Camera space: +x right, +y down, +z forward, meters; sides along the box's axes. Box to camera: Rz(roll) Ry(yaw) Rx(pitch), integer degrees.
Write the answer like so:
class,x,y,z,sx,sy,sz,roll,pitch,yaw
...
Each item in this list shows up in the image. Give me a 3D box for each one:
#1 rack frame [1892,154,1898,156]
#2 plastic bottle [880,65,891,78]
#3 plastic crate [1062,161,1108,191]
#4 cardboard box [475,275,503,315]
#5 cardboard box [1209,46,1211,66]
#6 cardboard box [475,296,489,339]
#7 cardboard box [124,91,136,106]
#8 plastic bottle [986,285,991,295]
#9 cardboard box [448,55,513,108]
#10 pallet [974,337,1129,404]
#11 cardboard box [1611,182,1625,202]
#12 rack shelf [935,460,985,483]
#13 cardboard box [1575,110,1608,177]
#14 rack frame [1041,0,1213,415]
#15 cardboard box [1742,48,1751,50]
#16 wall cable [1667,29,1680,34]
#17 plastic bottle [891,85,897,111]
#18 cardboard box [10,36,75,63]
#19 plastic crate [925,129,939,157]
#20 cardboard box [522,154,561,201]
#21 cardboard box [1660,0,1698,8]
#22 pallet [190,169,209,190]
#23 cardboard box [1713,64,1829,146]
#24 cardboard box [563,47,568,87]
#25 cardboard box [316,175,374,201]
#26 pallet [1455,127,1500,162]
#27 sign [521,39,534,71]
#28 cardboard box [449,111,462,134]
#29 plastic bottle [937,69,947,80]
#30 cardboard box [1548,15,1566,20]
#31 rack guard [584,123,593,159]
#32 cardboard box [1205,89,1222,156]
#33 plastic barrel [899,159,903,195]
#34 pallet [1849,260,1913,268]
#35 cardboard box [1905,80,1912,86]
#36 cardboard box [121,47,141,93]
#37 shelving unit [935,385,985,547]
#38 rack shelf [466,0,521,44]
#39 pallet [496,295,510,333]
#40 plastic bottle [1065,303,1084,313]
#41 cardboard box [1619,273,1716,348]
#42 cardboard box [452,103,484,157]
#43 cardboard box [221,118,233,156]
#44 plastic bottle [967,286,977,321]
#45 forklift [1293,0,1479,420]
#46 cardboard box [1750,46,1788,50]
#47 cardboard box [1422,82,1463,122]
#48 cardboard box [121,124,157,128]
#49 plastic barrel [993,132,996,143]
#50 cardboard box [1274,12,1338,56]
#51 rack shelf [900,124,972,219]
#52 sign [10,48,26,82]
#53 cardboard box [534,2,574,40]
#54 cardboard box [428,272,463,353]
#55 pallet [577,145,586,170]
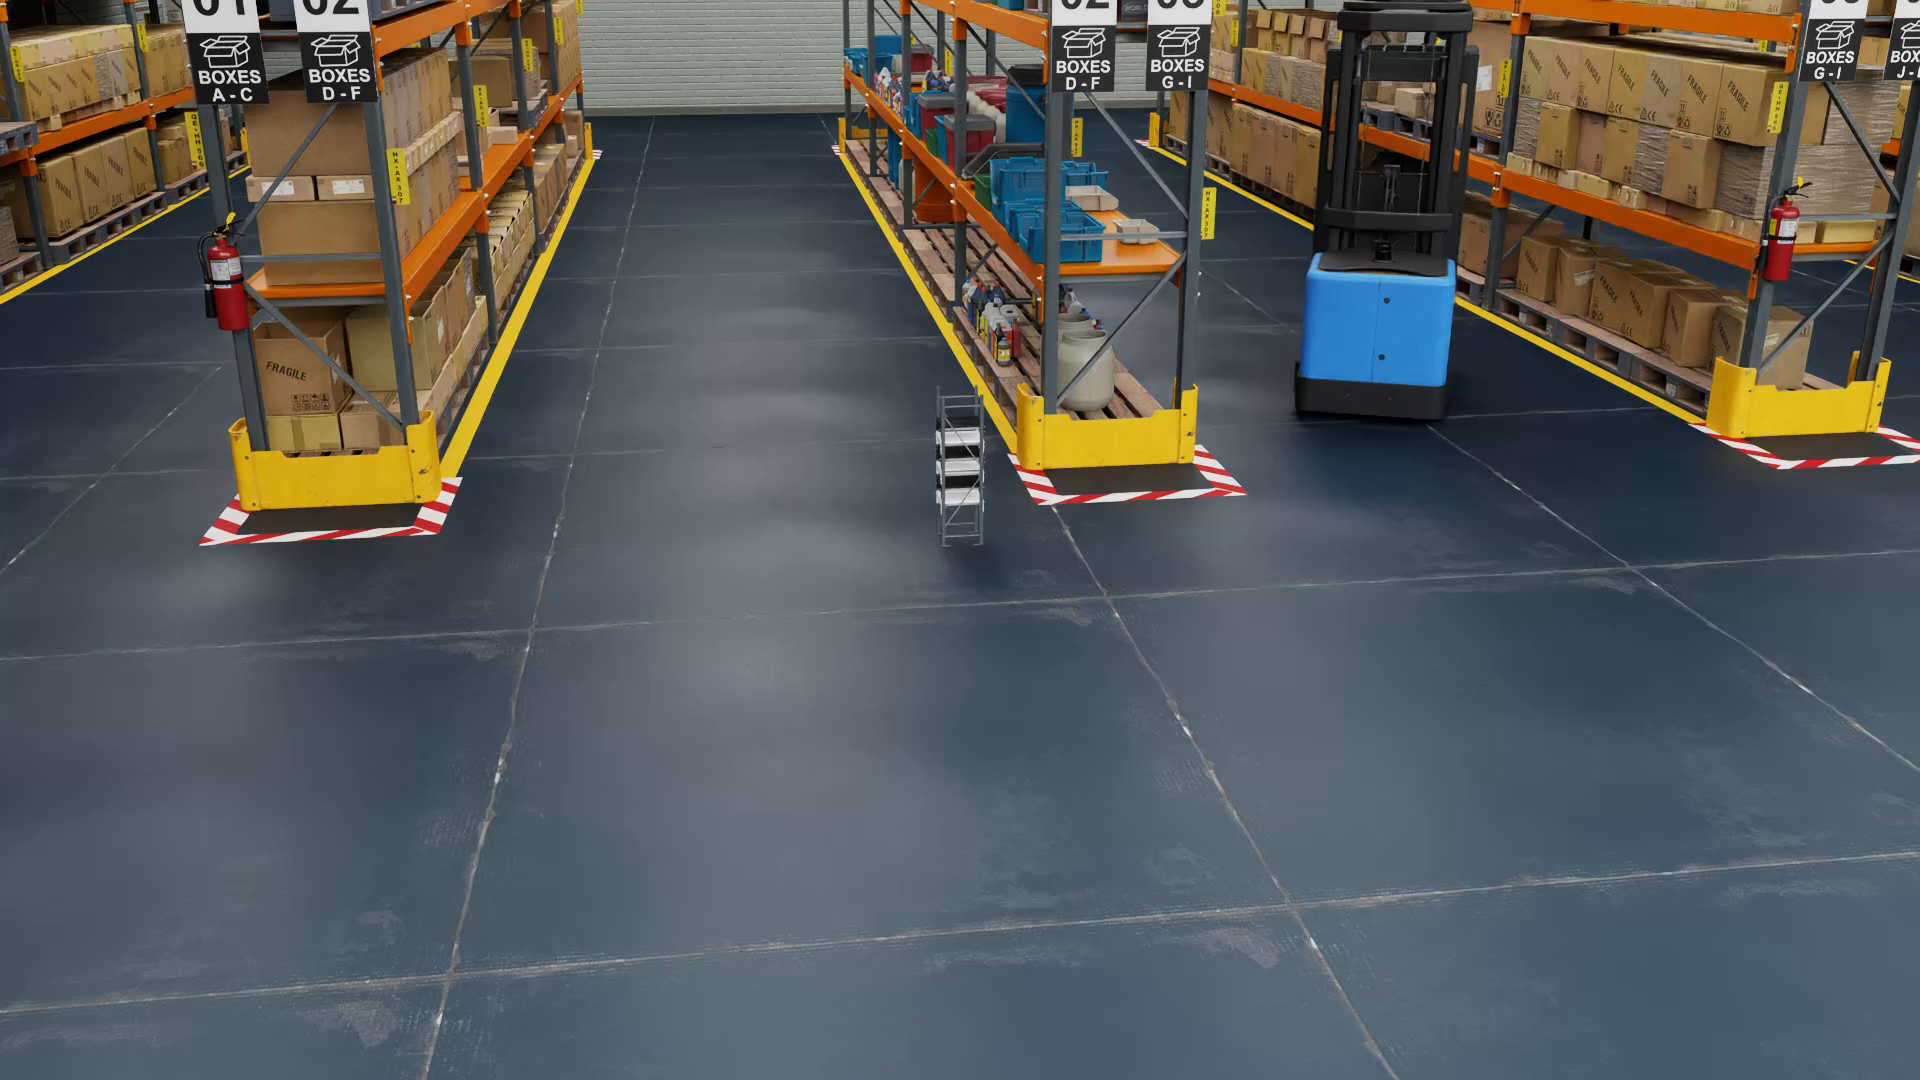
class,x,y,z,sx,sy,sz,roll,pitch,yaw
rack frame,14.010,-6.832,23.720,1.000,3.000,0.127,-3,21,-8
plastic bottle,-0.961,-5.907,21.314,0.144,0.351,0.185,-3,21,-8
plastic crate,0.884,-2.873,13.334,0.499,0.251,0.616,-3,21,-8
cardboard box,-4.259,-2.124,14.446,0.500,0.250,0.500,-3,21,-9
cardboard box,3.730,-6.896,23.682,0.500,0.250,0.500,-2,21,-7
cardboard box,-4.163,-1.823,13.639,0.500,0.250,0.500,-3,21,-8
cardboard box,-10.112,-5.285,19.910,0.380,0.149,0.250,-3,21,-7
plastic bottle,0.247,-2.008,14.059,0.061,0.283,0.133,-3,21,-8
cardboard box,-5.225,-4.904,17.817,0.700,0.500,0.500,-10,23,-26
pallet,0.691,-1.348,13.023,1.003,0.211,1.213,-3,21,-8
cardboard box,5.401,-2.752,13.155,0.380,0.149,0.250,-3,21,-8
rack shelf,-0.001,-0.393,9.578,0.258,0.077,0.200,-3,21,-8
cardboard box,5.570,-3.246,13.552,0.875,0.500,0.500,-3,21,-8
rack frame,1.033,-1.927,10.589,1.000,3.000,0.127,-3,21,-8
cardboard box,9.145,-5.753,19.742,0.380,0.149,0.250,-3,21,-8
wall cable,14.000,-10.719,32.677,0.588,1.984,0.122,-3,21,-8
plastic bottle,-0.766,-5.157,19.402,0.061,0.283,0.133,-3,21,-8
cardboard box,-9.889,-5.273,17.880,0.500,0.250,0.500,-3,21,-7
plastic crate,-0.074,-3.802,15.910,0.450,0.188,0.662,-3,21,-8
cardboard box,-5.110,-4.367,20.065,0.500,0.500,0.500,-3,21,-7
cardboard box,5.472,-4.017,12.110,0.500,0.250,0.500,-2,21,-7
pallet,-10.712,-4.966,22.712,1.003,0.211,1.213,-3,21,-8
cardboard box,5.610,-3.009,11.490,0.500,0.500,0.500,-3,21,-8
cardboard box,-5.480,-6.248,22.013,0.500,0.500,0.500,-3,21,-7
cardboard box,-3.713,-2.176,10.185,0.380,0.149,0.250,-3,21,-8
pallet,5.391,-3.744,15.727,1.003,0.211,1.213,-3,21,-8
sign,-4.474,-5.020,17.215,0.100,0.325,0.005,-3,21,-8
cardboard box,-4.195,-3.331,13.277,0.380,0.149,0.250,-3,21,-8
plastic bottle,-0.214,-5.693,20.742,0.144,0.351,0.185,-3,21,-8
cardboard box,8.711,-7.529,23.591,0.500,0.500,0.500,-4,21,-9
rack guard,-6.165,-6.021,25.122,1.175,0.500,0.348,-3,21,-8
cardboard box,4.058,-6.077,24.137,0.875,0.875,0.875,-3,21,-8
plastic barrel,-0.541,-4.479,20.376,0.421,0.512,0.421,0,20,0
pallet,9.915,-3.157,17.868,1.003,0.211,1.213,-3,21,-8
cardboard box,10.054,-4.817,16.754,0.700,0.500,0.500,-3,21,-7
cardboard box,-10.185,-5.631,19.908,0.500,0.500,0.500,-3,21,-9
shelving unit,-0.001,-0.424,9.566,0.258,0.900,0.210,-3,21,-8
rack shelf,-4.735,-4.824,15.086,1.077,0.370,4.000,-3,21,-8
pallet,-4.591,-2.010,14.797,1.003,0.211,1.213,-3,21,-8
plastic bottle,0.928,-1.799,13.510,0.152,0.276,0.135,-3,21,-7
cardboard box,5.669,-1.843,13.335,0.500,0.500,0.500,-1,21,-3
cardboard box,-4.689,-3.733,15.281,0.500,0.500,0.500,-3,21,-8
cardboard box,-10.878,-5.756,23.812,0.700,0.500,0.500,-3,21,-8
plastic bottle,0.142,-1.999,14.046,0.152,0.276,0.135,-2,21,-6
forklift,3.311,-2.709,12.781,1.130,2.935,3.031,5,21,14
cardboard box,9.756,-5.868,20.047,0.380,0.149,0.250,-3,21,-8
cardboard box,5.016,-4.403,16.469,0.797,0.503,0.637,-1,20,-2
cardboard box,-10.799,-5.389,21.904,0.380,0.149,0.250,-4,21,-9
plastic barrel,0.417,-3.713,15.569,0.301,0.262,0.301,0,20,0
cardboard box,4.392,-6.390,20.960,0.797,0.503,0.637,-3,21,-7
rack shelf,0.168,-3.668,16.277,1.077,0.370,4.000,-3,21,-8
sign,-9.389,-4.733,16.560,0.100,0.325,0.005,-3,21,-8
cardboard box,-5.687,-7.239,23.239,0.500,0.500,0.500,-2,21,-6
cardboard box,-3.940,-1.655,12.118,0.500,0.500,0.500,-3,21,-8
pallet,-6.049,-5.610,24.434,1.003,0.211,1.213,-3,21,-8
